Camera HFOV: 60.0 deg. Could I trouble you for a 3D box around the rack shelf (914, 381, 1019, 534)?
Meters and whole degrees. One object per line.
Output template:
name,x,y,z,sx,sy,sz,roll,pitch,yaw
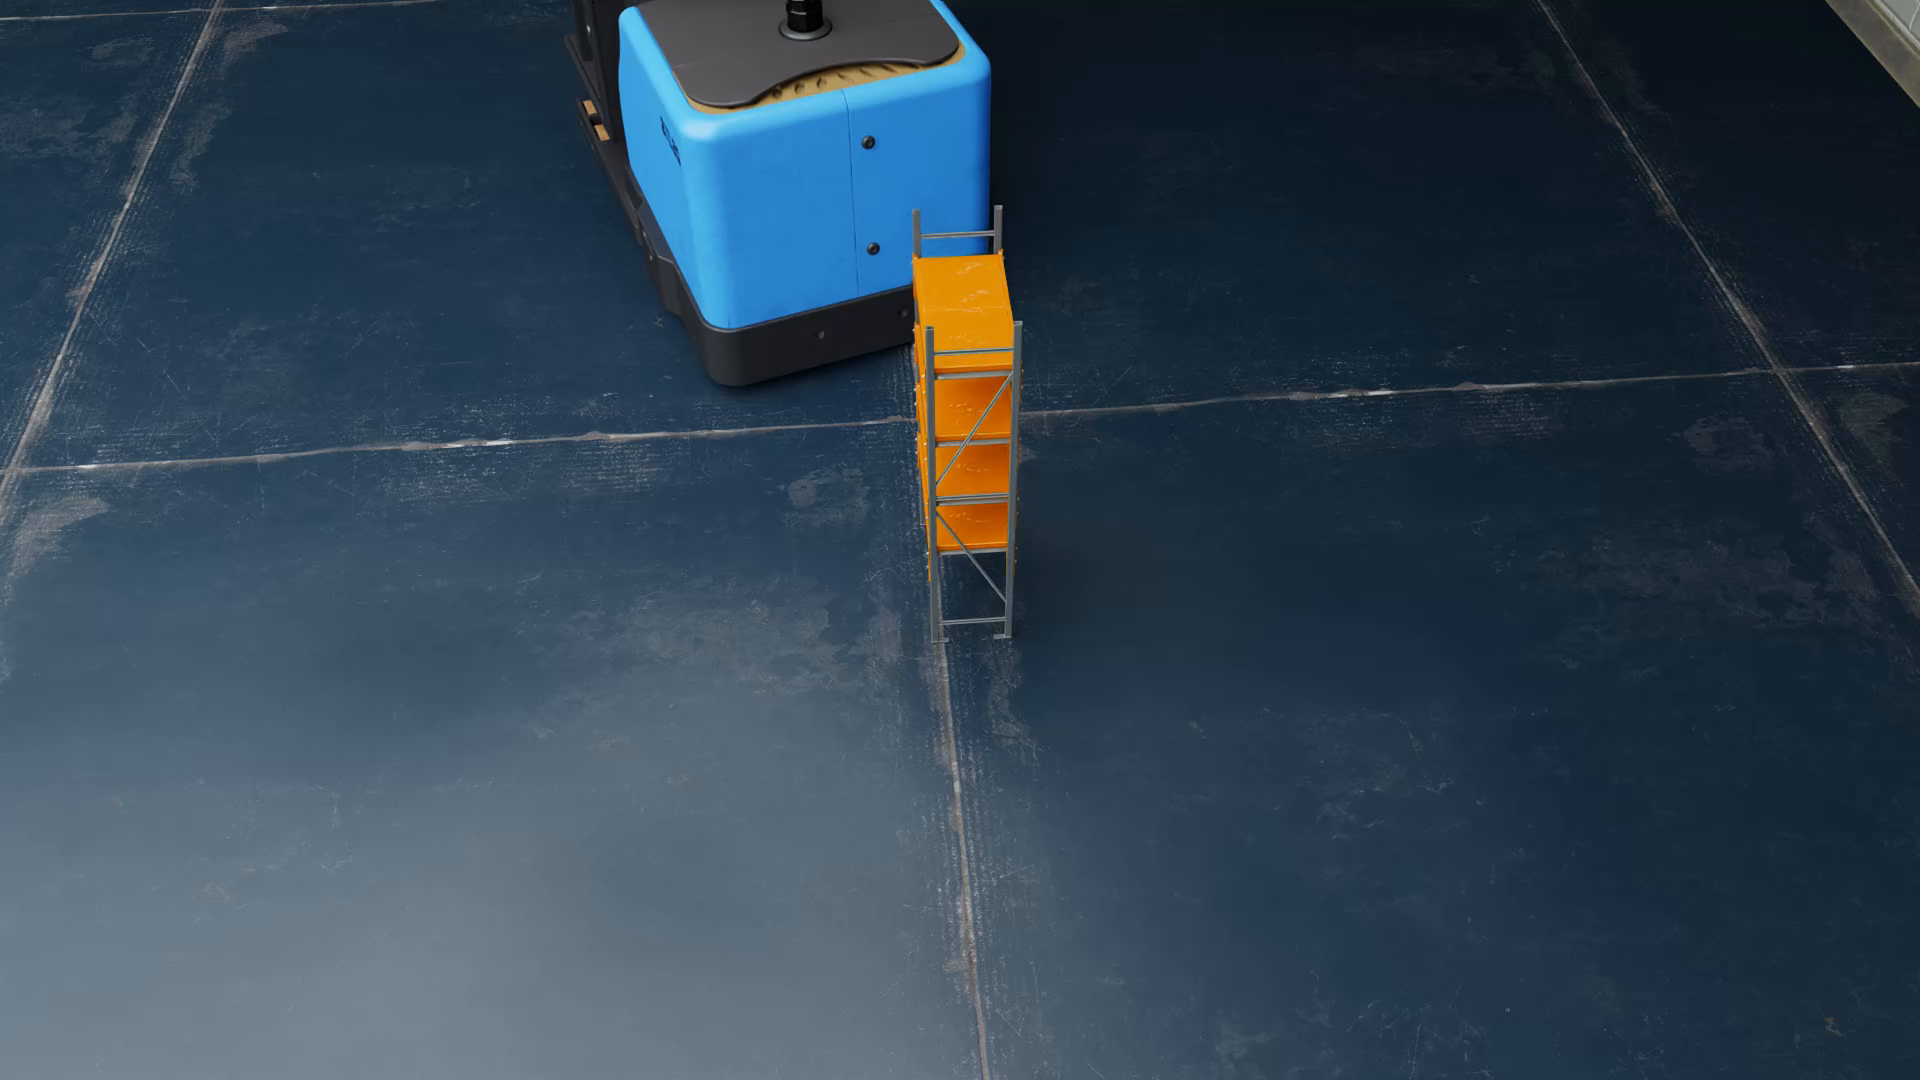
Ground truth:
rack shelf,0.014,-0.247,4.750,0.258,0.148,0.480,-3,47,-3

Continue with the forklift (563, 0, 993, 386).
forklift,-0.914,-2.617,5.710,1.130,2.935,3.031,-17,49,-15

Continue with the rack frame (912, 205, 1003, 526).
rack frame,-0.007,-0.469,4.868,0.240,1.200,0.015,-3,47,-3

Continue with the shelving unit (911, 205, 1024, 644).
shelving unit,0.014,-0.293,4.701,0.258,1.200,0.503,-3,47,-3

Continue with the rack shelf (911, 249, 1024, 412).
rack shelf,0.014,-0.563,4.416,0.258,0.148,0.480,-3,47,-3

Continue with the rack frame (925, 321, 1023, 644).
rack frame,0.034,-0.116,4.534,0.240,1.200,0.015,-3,47,-3

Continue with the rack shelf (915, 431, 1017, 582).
rack shelf,0.014,-0.110,4.894,0.258,0.148,0.480,-3,47,-3

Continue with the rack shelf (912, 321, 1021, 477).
rack shelf,0.014,-0.400,4.587,0.258,0.148,0.480,-3,47,-3
